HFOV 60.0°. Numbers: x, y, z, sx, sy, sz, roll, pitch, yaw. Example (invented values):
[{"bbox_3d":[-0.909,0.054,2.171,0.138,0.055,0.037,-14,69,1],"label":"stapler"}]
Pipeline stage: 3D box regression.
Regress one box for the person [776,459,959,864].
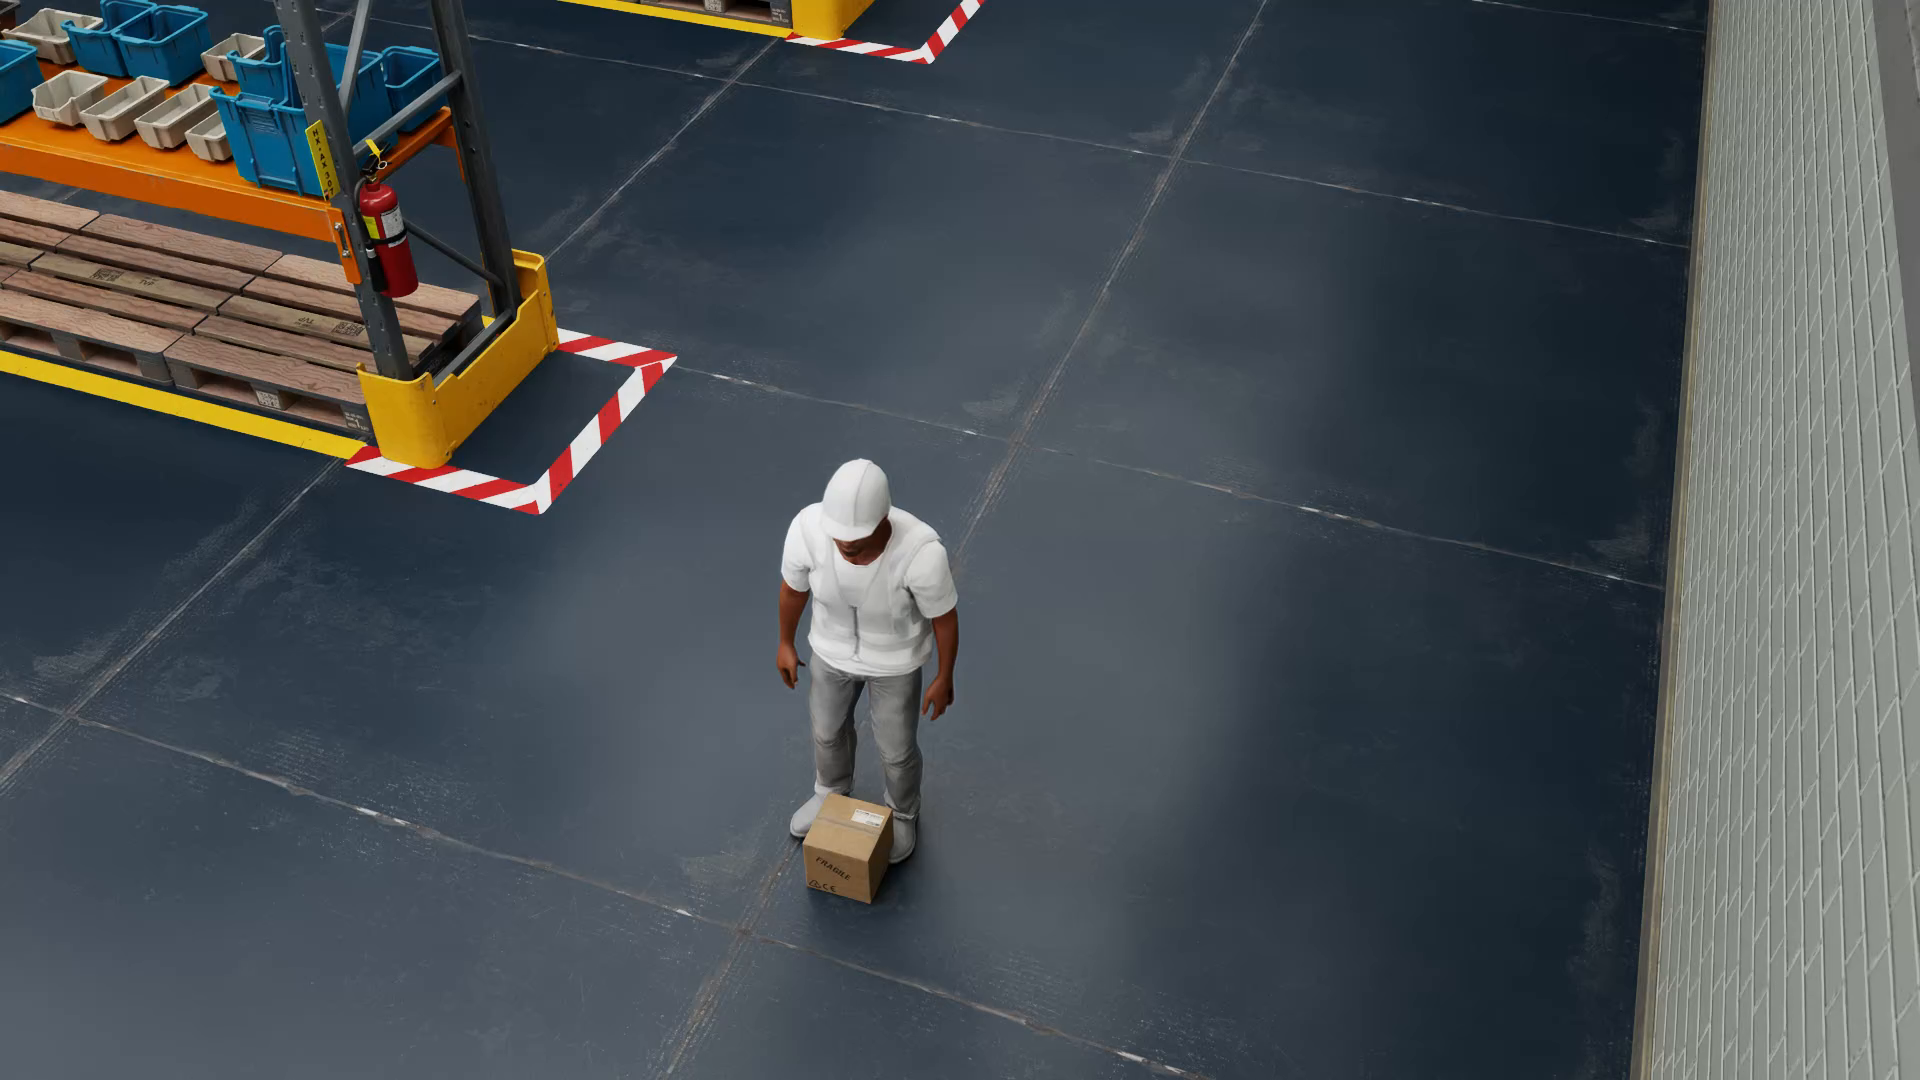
[{"bbox_3d":[-0.321,0.405,5.682,0.636,1.761,0.454,12,43,13],"label":"person"}]
